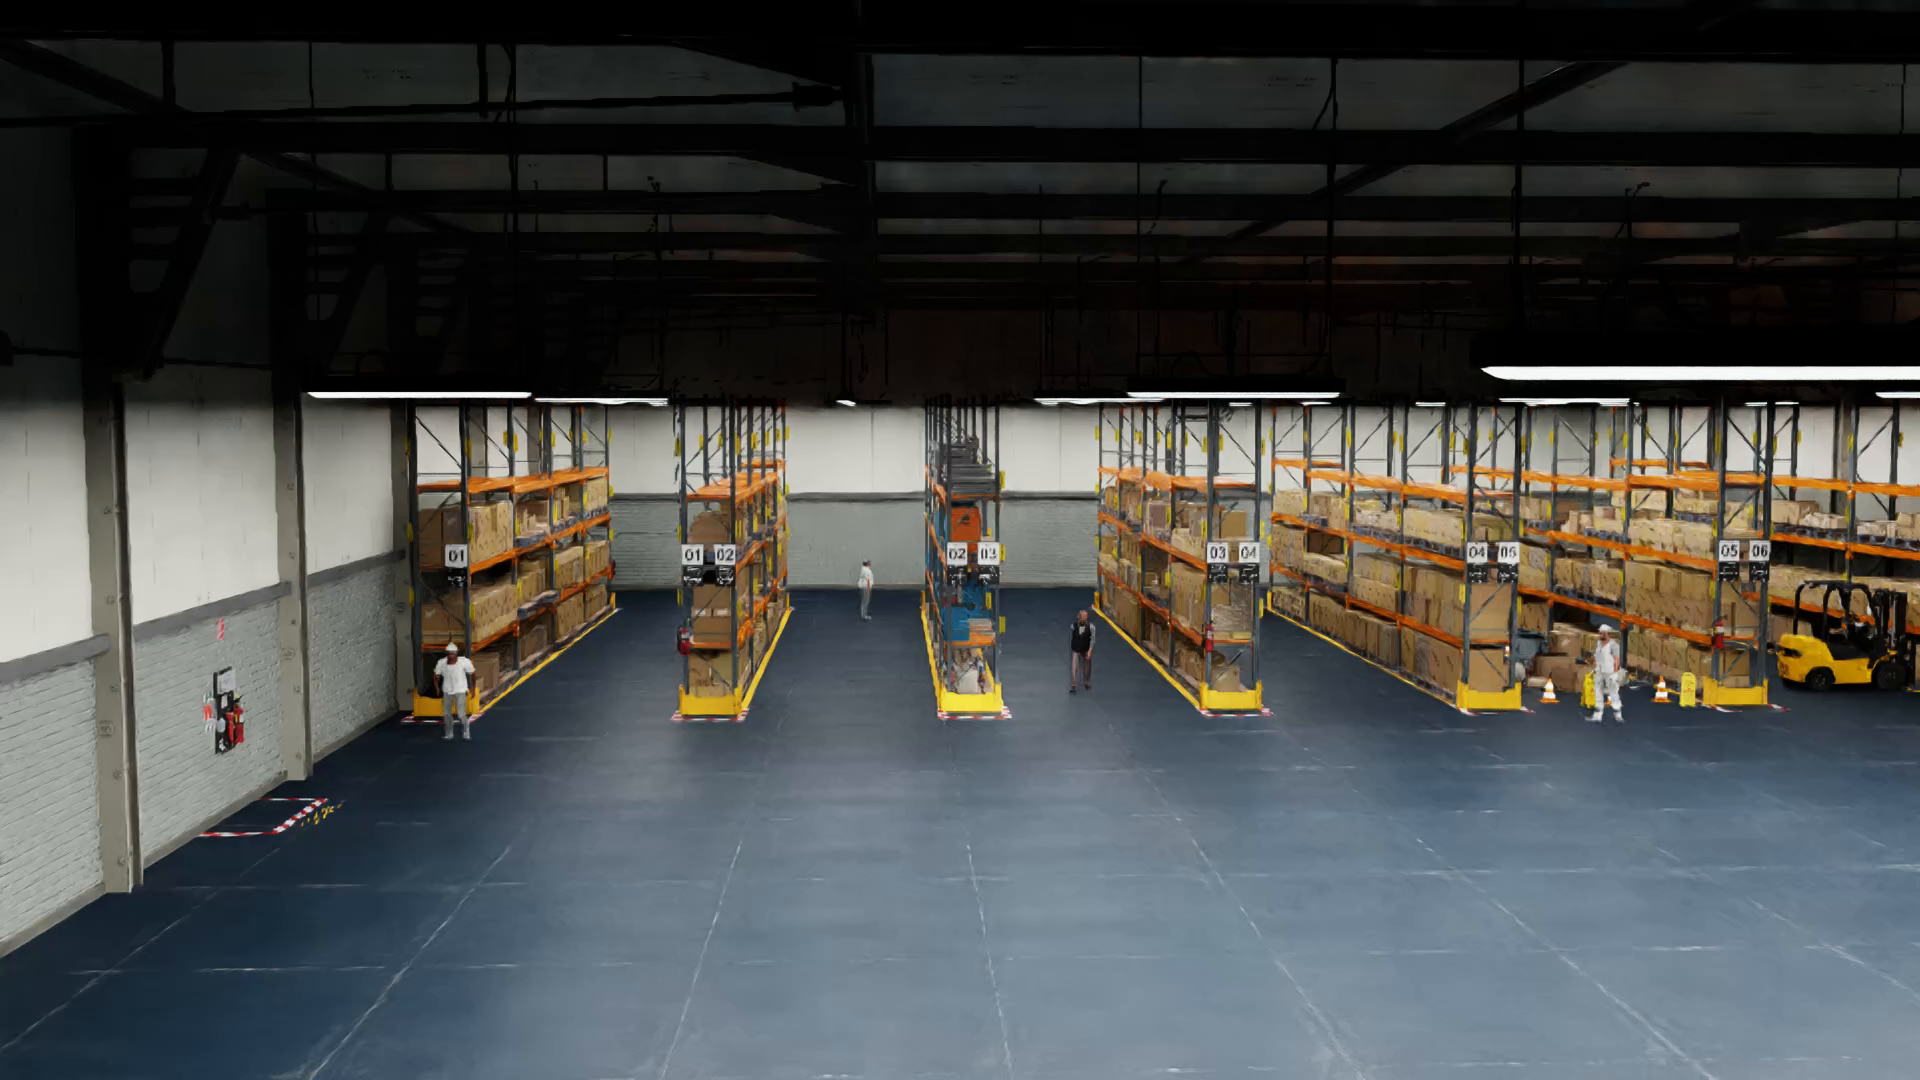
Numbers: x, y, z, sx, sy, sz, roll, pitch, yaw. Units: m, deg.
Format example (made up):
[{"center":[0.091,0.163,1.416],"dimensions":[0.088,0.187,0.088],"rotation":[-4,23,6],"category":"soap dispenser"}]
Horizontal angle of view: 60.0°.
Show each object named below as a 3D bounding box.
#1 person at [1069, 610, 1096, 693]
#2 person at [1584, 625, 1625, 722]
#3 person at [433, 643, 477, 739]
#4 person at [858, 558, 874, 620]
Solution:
[{"center":[2.469,2.234,33.529],"dimensions":[0.538,1.663,1.033],"rotation":[1,5,7],"category":"person"},{"center":[11.809,2.438,30.391],"dimensions":[0.557,1.791,0.670],"rotation":[-2,5,-26],"category":"person"},{"center":[-8.722,2.611,28.685],"dimensions":[0.717,1.712,0.574],"rotation":[0,5,1],"category":"person"},{"center":[-2.561,1.307,45.209],"dimensions":[0.400,1.668,0.608],"rotation":[-2,5,-24],"category":"person"}]
